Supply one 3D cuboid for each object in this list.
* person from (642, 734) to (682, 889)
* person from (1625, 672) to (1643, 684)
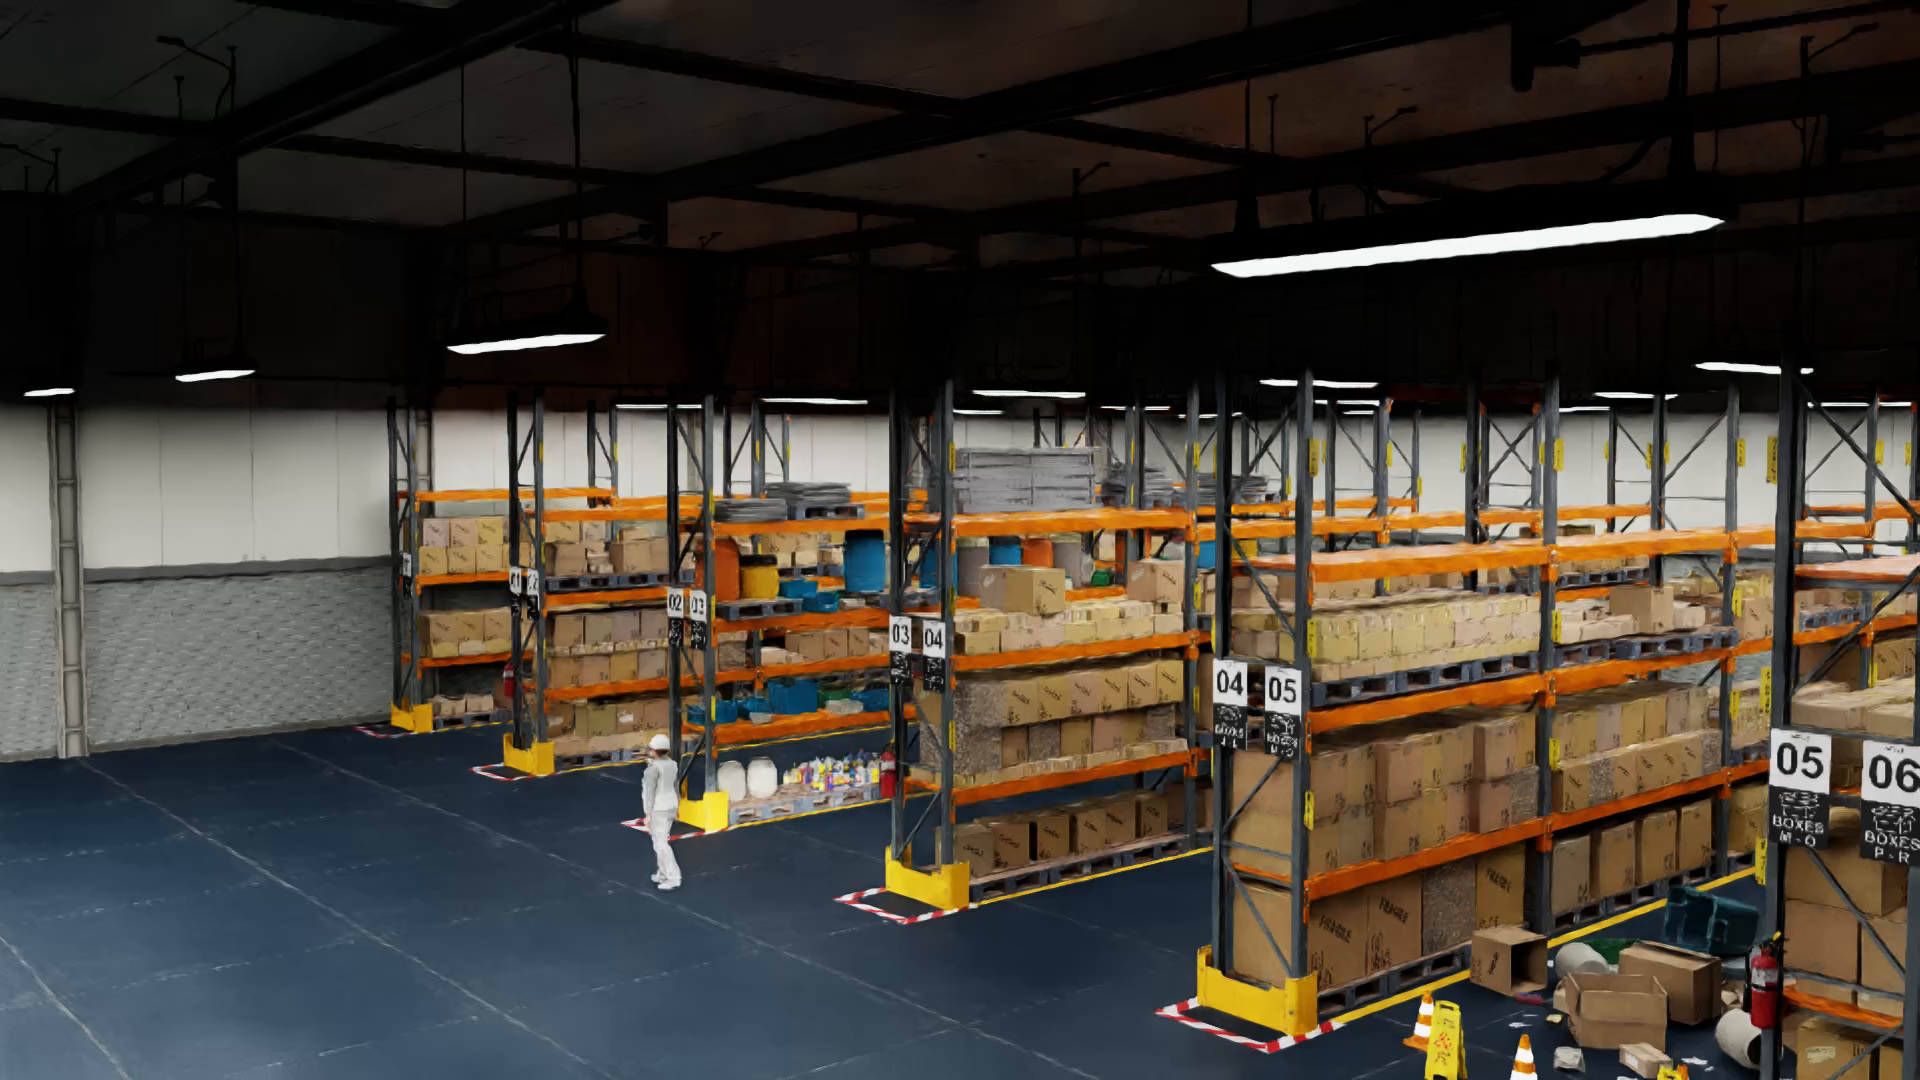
[{"bbox_3d":[-3.453,3.156,19.434,0.536,1.765,0.629,1,4,24],"label":"person"},{"bbox_3d":[10.591,2.788,26.098,0.434,1.684,0.550,2,4,32],"label":"person"}]
